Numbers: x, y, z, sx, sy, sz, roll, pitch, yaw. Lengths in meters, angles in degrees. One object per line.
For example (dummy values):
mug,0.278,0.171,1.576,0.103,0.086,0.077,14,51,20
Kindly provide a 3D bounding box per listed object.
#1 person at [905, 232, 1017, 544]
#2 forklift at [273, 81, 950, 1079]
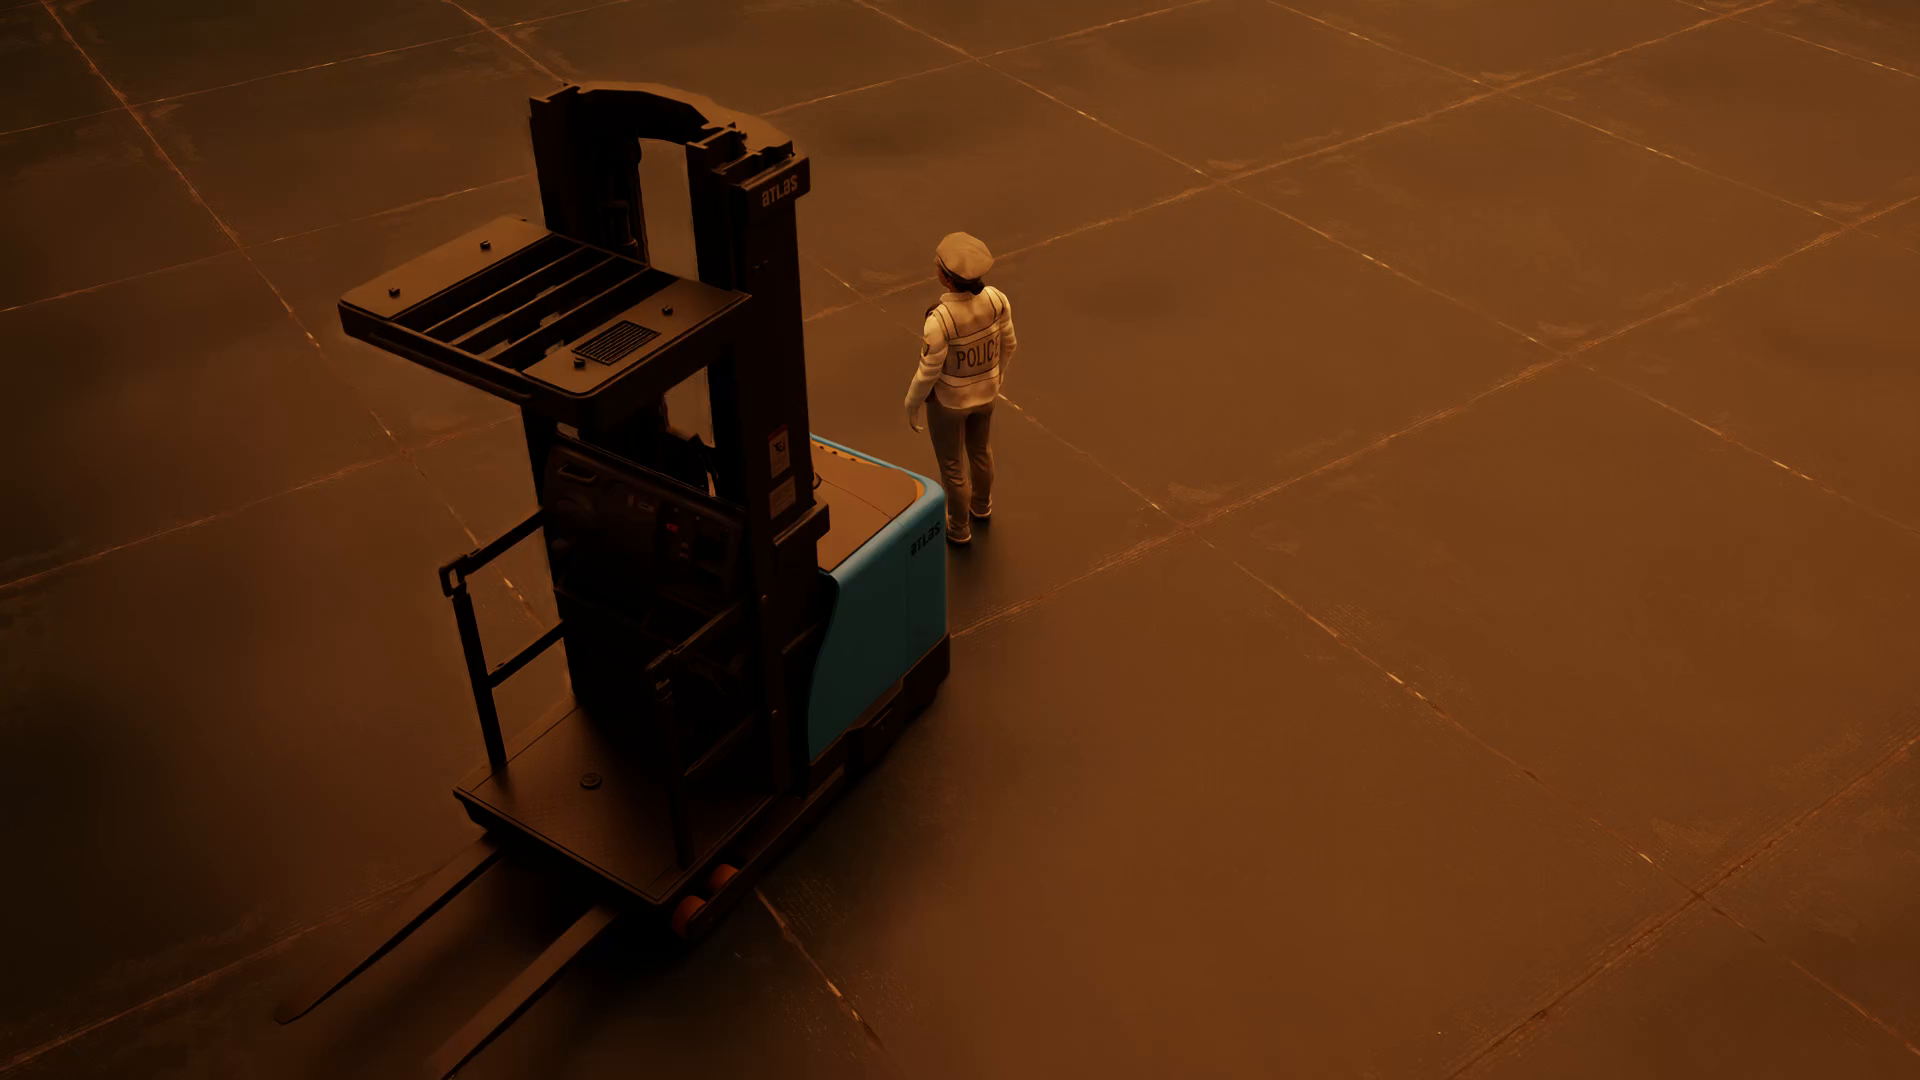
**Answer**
person,-0.035,-0.723,7.950,0.587,1.694,0.529,-23,42,-28
forklift,-1.279,0.022,5.915,1.130,2.935,3.031,22,42,26
